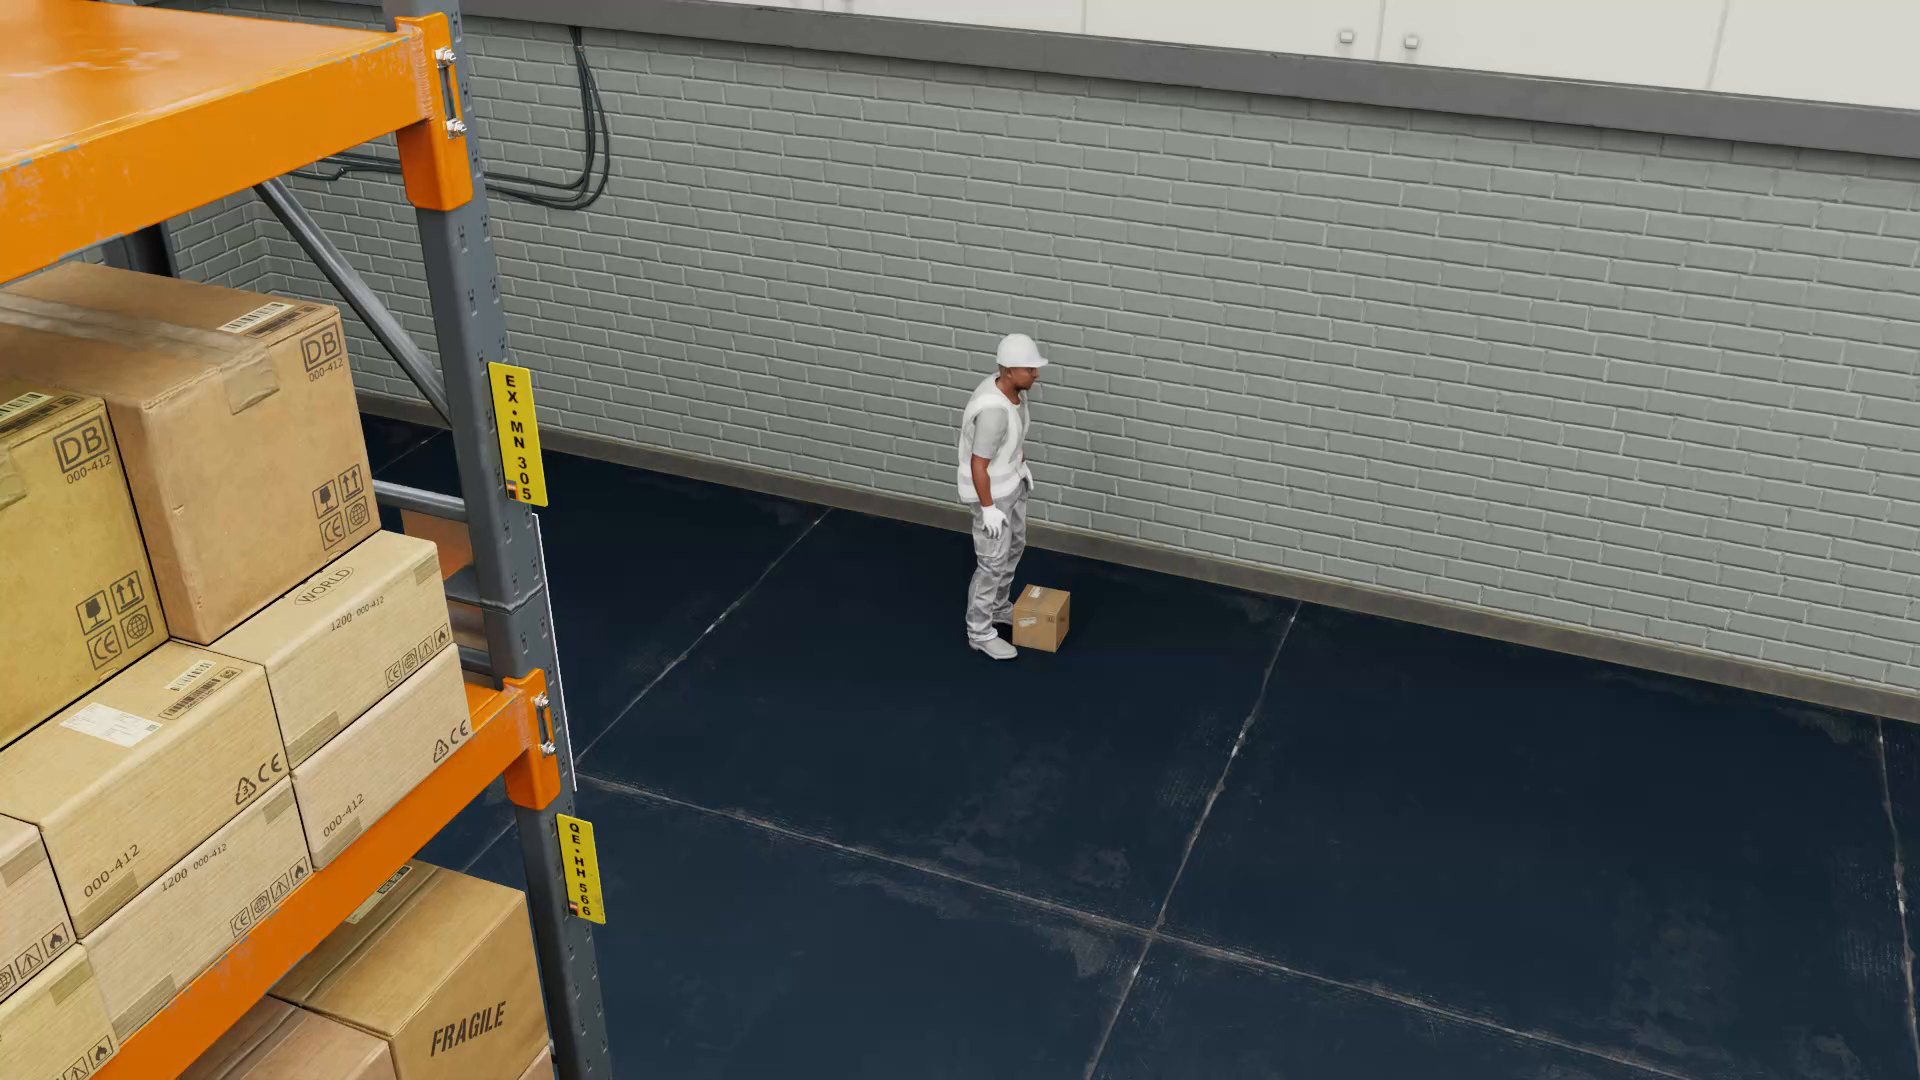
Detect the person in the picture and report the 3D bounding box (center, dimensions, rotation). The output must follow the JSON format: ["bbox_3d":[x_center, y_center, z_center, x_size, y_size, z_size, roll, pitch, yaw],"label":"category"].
[{"bbox_3d":[0.228,-0.263,8.856,0.448,1.775,0.633,10,31,18],"label":"person"}]
